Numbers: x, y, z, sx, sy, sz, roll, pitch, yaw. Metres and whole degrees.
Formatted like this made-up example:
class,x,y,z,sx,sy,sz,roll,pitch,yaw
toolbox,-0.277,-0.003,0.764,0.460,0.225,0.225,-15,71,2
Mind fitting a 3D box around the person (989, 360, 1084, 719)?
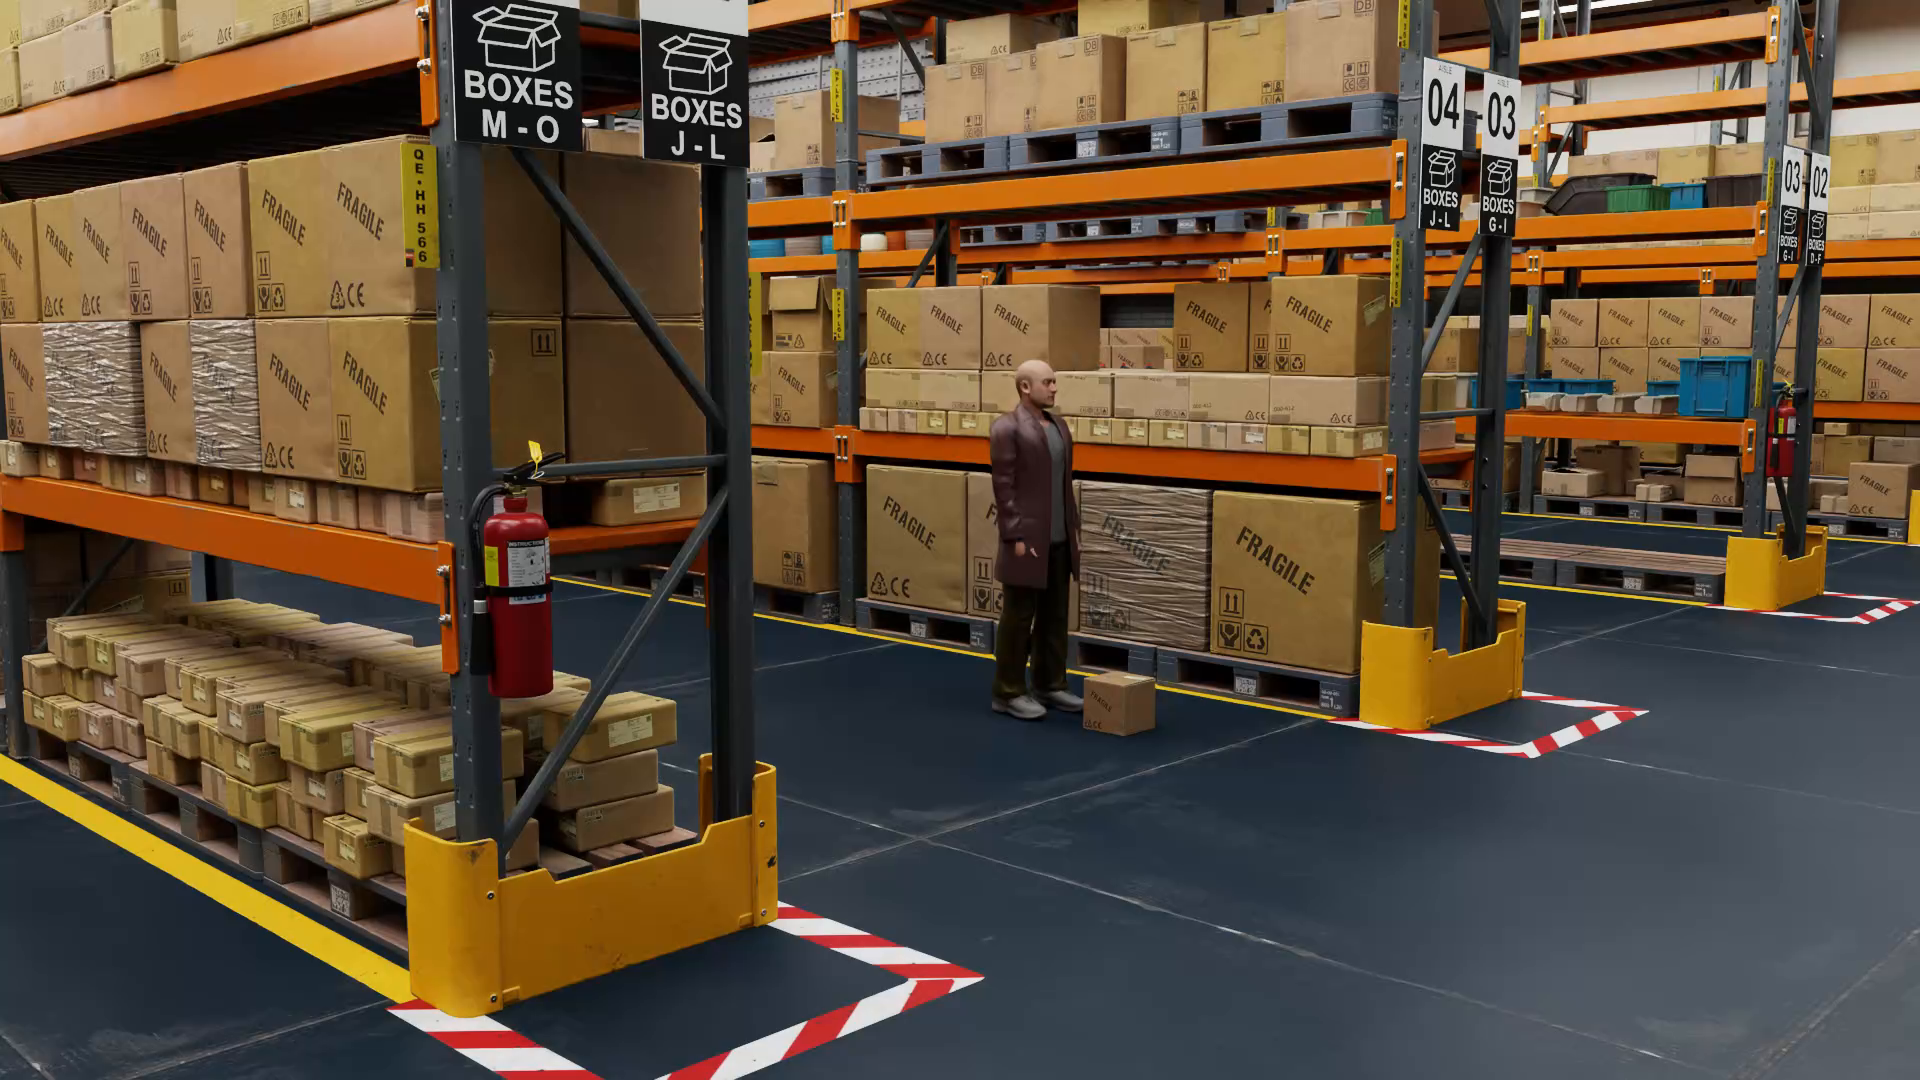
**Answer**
class,x,y,z,sx,sy,sz,roll,pitch,yaw
person,0.411,-0.010,8.362,0.405,1.782,0.562,7,10,44
